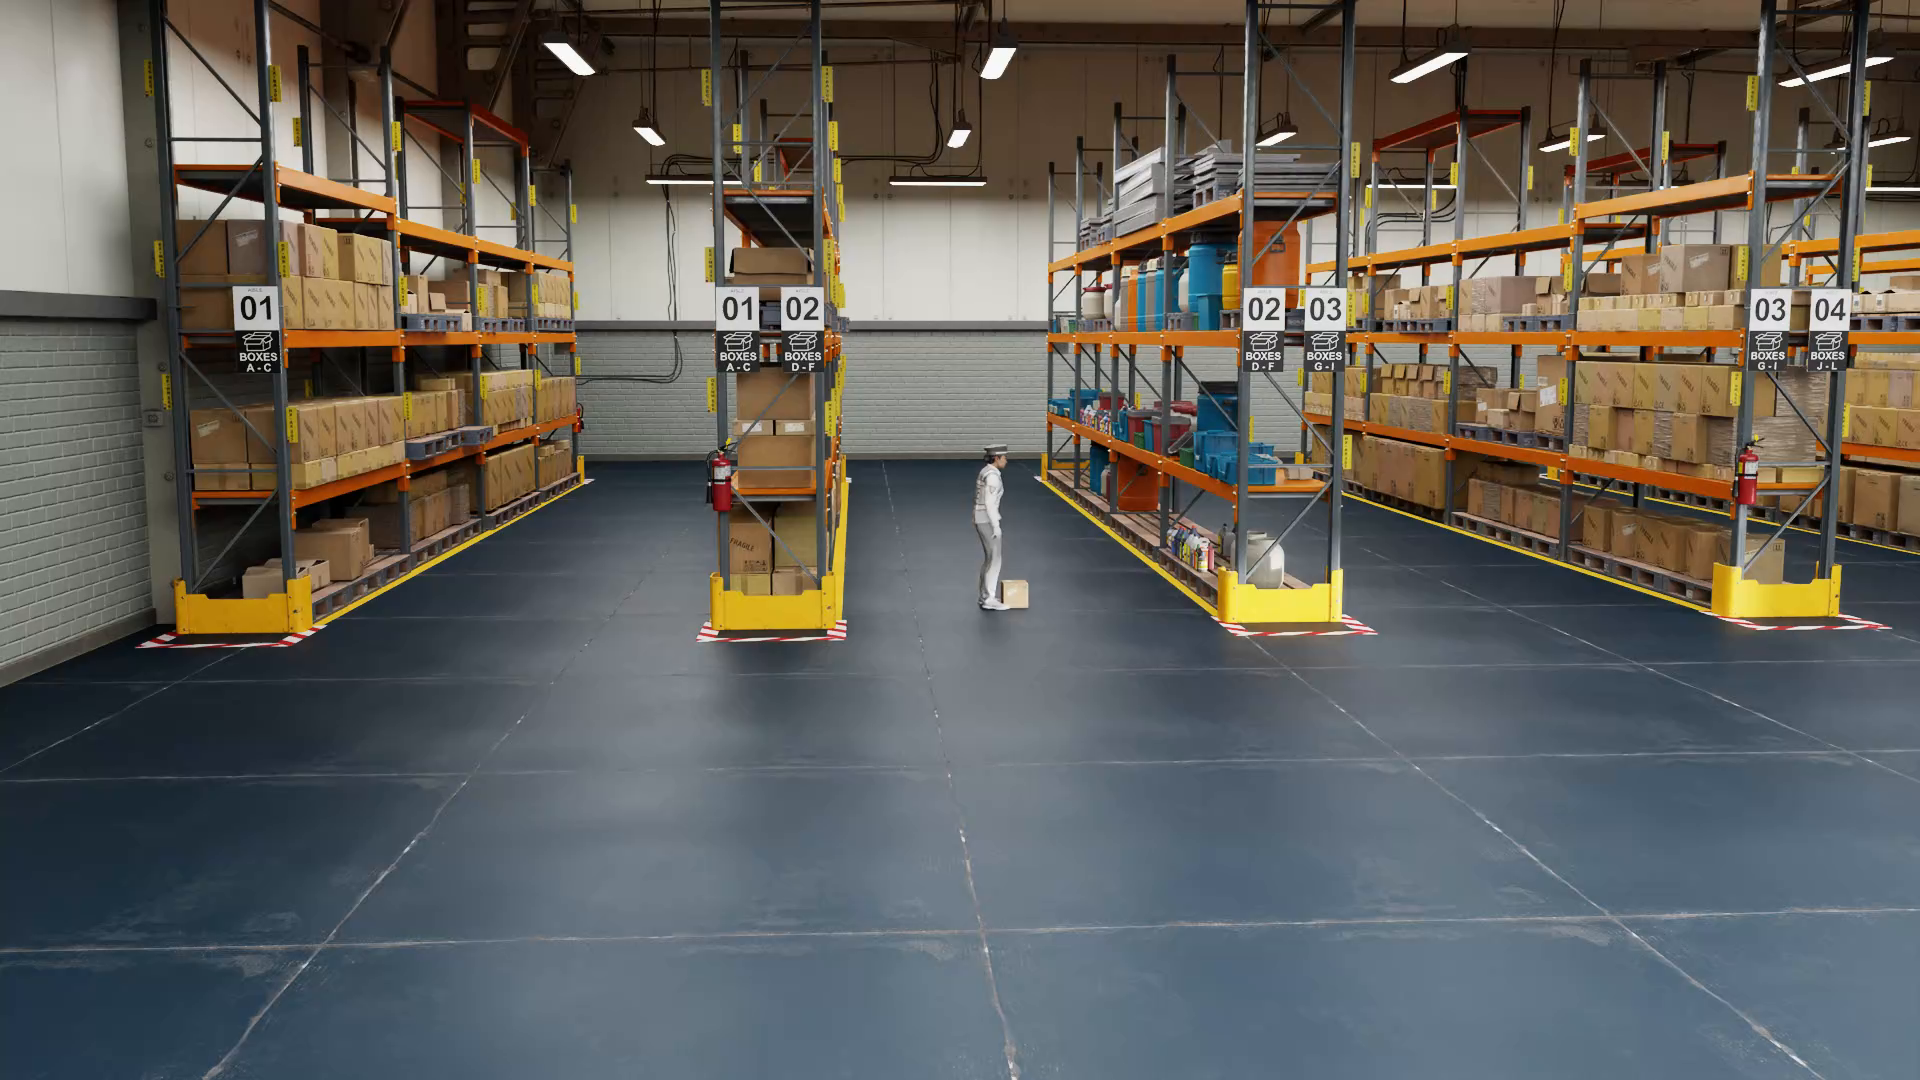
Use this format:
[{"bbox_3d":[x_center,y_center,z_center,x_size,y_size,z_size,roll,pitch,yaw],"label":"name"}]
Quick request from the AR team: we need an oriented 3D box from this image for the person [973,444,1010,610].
[{"bbox_3d":[0.319,-0.140,16.930,0.371,1.651,0.530,0,7,-3],"label":"person"}]
